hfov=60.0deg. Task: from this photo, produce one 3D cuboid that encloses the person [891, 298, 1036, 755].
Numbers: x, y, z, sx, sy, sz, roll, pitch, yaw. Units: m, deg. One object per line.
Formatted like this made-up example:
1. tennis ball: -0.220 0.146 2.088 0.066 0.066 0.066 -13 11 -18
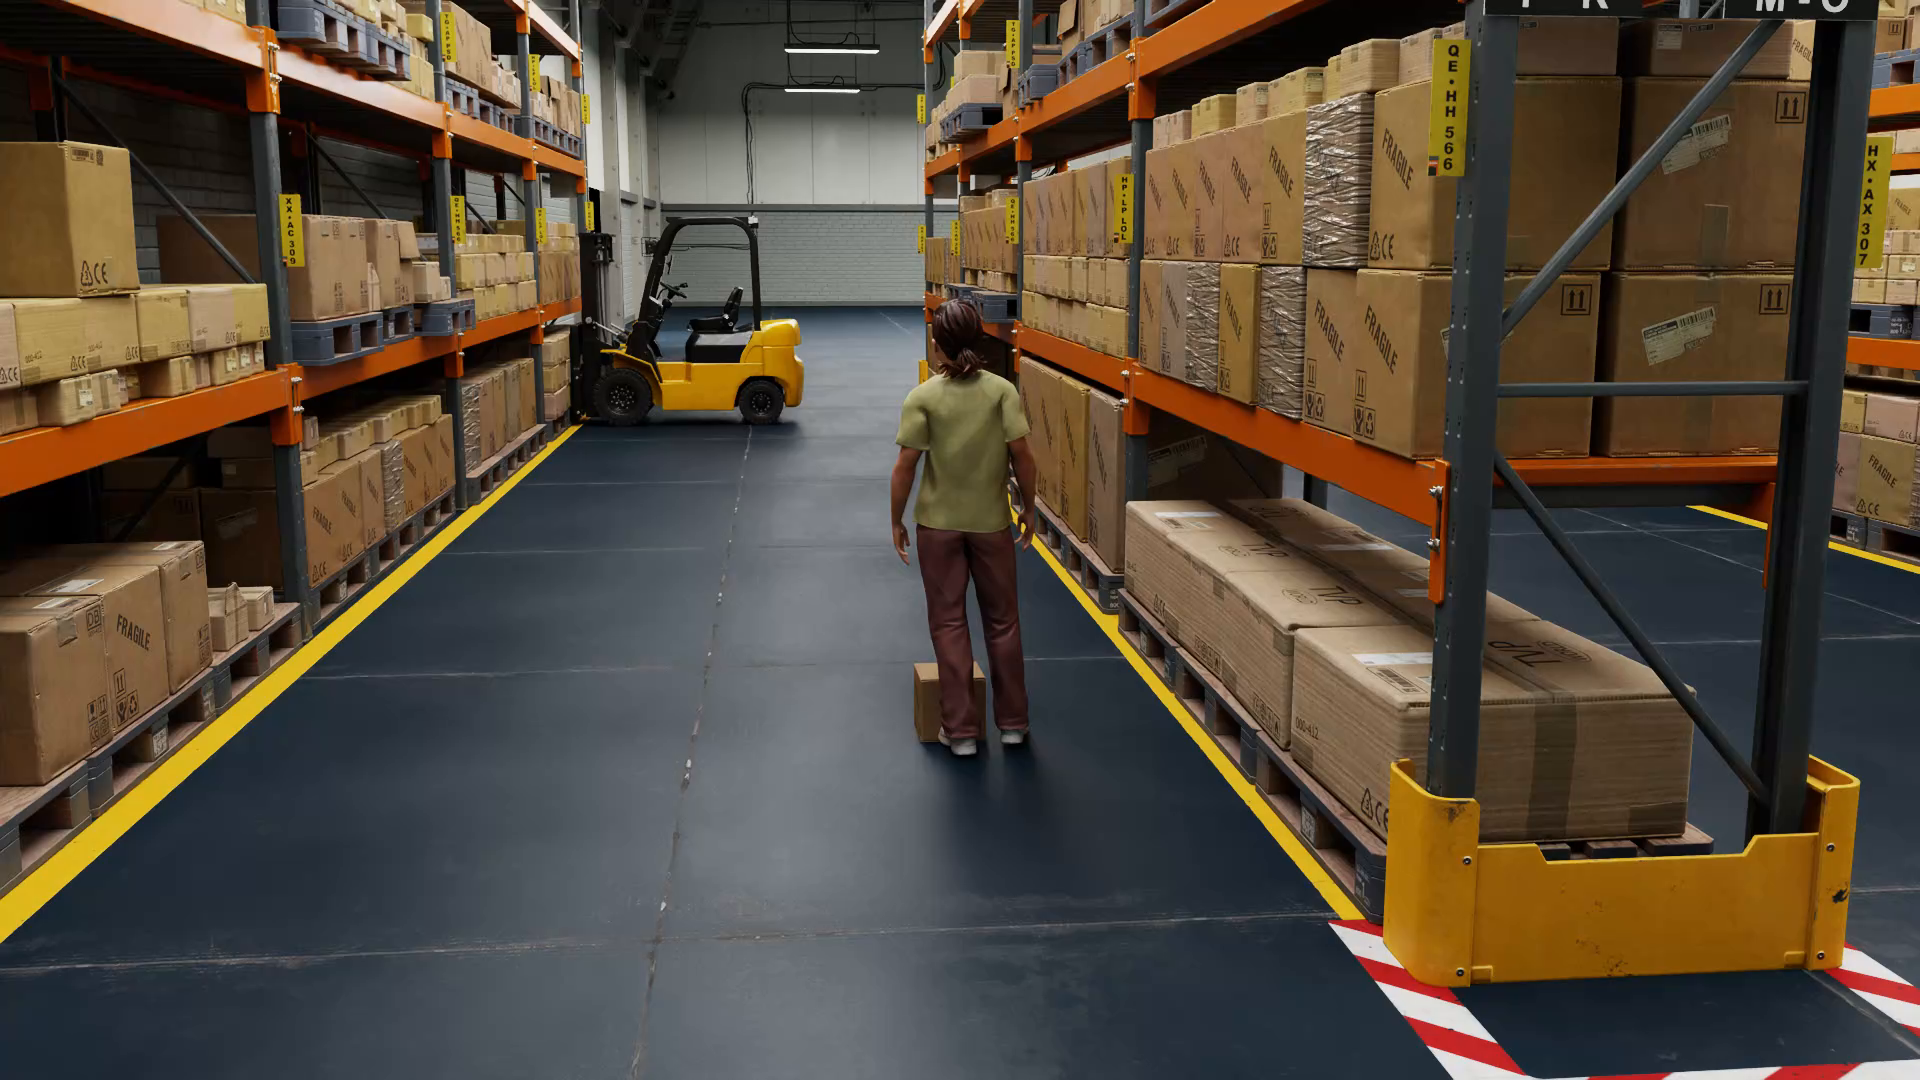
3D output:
1. person: 0.014 -0.046 6.113 0.552 1.674 0.548 -1 10 -6
